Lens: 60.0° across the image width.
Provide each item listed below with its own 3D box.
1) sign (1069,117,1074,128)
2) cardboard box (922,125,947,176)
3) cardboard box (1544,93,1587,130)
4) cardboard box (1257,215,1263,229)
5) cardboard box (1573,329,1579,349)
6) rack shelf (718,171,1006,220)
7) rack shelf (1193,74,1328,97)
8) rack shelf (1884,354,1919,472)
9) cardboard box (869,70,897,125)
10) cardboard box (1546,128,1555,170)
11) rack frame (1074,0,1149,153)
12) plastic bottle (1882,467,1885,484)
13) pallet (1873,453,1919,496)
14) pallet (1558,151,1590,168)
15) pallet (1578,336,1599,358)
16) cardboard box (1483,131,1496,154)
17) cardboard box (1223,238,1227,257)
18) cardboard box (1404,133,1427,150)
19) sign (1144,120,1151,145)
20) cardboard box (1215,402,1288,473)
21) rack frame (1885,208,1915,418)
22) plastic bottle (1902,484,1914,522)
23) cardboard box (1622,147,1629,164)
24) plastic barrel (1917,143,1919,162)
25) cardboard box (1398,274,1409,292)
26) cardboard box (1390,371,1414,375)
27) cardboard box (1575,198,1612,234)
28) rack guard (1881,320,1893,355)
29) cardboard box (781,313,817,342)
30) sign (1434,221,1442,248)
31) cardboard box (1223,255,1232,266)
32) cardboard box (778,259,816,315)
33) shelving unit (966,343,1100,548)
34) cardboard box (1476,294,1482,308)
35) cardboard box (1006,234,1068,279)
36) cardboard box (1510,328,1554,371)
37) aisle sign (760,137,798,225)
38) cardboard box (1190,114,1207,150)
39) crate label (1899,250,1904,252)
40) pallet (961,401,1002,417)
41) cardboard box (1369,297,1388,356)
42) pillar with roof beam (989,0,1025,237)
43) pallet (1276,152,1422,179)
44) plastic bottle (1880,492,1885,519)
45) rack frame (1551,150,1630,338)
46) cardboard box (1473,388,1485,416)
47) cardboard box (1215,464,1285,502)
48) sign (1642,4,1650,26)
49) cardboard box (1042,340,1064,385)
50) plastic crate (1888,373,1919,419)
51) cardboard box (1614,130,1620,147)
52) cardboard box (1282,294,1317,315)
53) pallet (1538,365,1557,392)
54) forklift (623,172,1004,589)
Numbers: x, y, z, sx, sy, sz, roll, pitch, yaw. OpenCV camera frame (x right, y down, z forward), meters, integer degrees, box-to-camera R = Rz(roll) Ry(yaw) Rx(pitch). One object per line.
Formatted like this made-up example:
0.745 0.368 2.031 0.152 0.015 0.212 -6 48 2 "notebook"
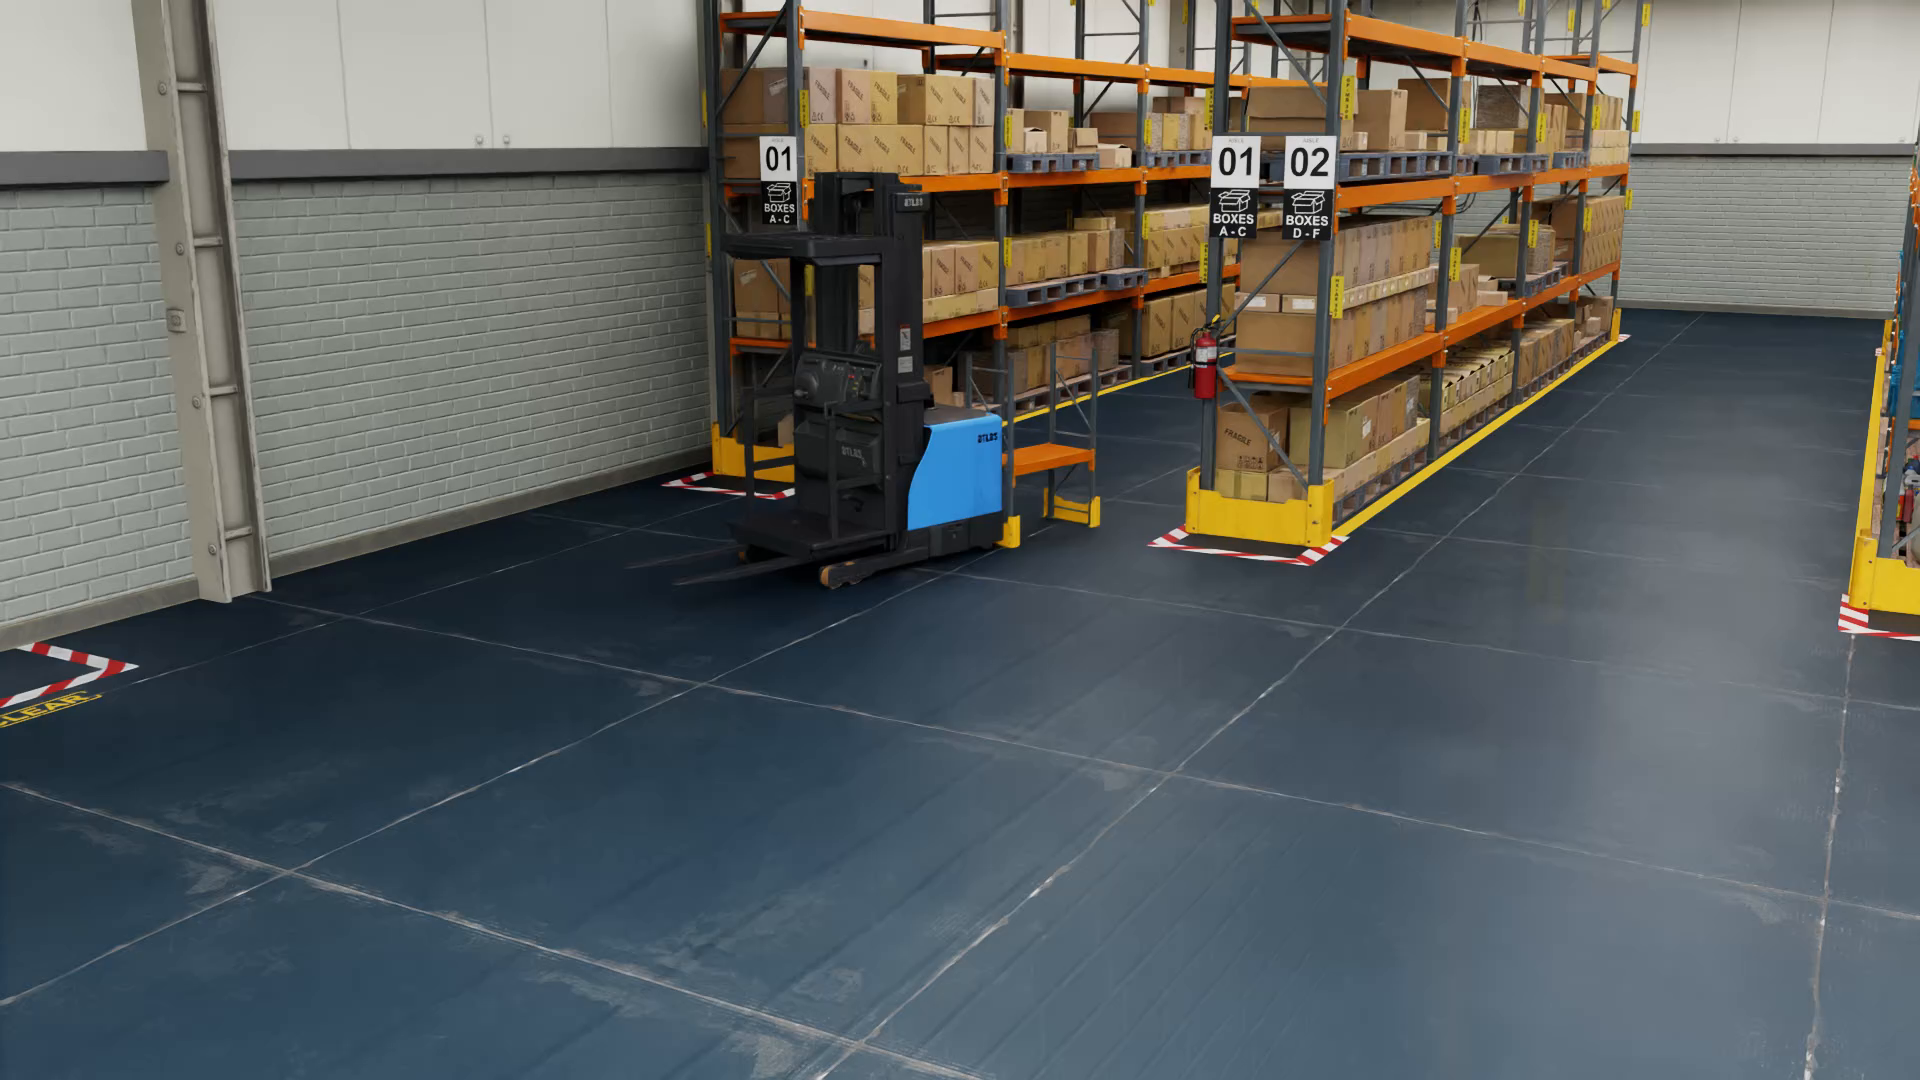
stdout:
1.505 -5.514 22.334 0.100 0.325 0.005 7 15 28 "sign"
-0.465 -4.046 17.258 0.500 0.500 0.500 7 15 26 "cardboard box"
8.460 -6.059 23.518 0.700 0.500 0.500 7 15 28 "cardboard box"
4.197 -4.778 26.310 0.980 0.700 0.700 8 16 29 "cardboard box"
8.651 -2.930 24.086 0.500 0.311 0.500 7 15 28 "cardboard box"
-0.914 -3.579 17.114 1.077 0.370 4.000 7 15 28 "rack shelf"
4.887 -7.305 27.022 1.077 0.370 4.000 7 15 28 "rack shelf"
7.759 -0.998 12.810 1.077 0.370 4.000 7 15 28 "rack shelf"
-0.957 -4.318 16.255 0.500 0.500 0.500 8 16 30 "cardboard box"
7.004 -4.953 21.063 0.910 0.500 0.500 7 15 28 "cardboard box"
1.987 -6.618 21.784 1.000 3.000 0.127 7 15 28 "rack frame"
8.139 -0.575 14.552 0.097 0.201 0.097 0 14 0 "plastic bottle"
9.071 -0.568 15.441 1.003 0.211 1.213 7 15 28 "pallet"
7.882 -5.203 22.715 1.213 0.211 1.003 7 15 28 "pallet"
9.180 -2.998 25.520 1.003 0.211 1.213 7 15 28 "pallet"
5.631 -4.405 18.431 0.500 0.250 0.500 7 15 27 "cardboard box"
3.680 -4.496 24.892 0.500 0.500 0.500 8 15 28 "cardboard box"
4.048 -3.650 15.216 0.380 0.149 0.250 7 15 28 "cardboard box"
2.461 -5.349 21.819 0.100 0.325 0.005 7 15 28 "sign"
2.456 -0.876 14.136 0.500 0.500 0.500 7 15 28 "cardboard box"
10.659 -2.579 17.832 1.000 3.000 0.127 7 15 28 "rack frame"
7.535 -0.294 13.211 0.061 0.283 0.133 7 15 28 "plastic bottle"
10.175 -6.032 26.076 0.500 0.250 0.500 7 15 28 "cardboard box"
10.241 -4.063 17.347 0.421 0.512 0.421 0 14 0 "plastic barrel"
3.954 -2.396 15.474 0.380 0.149 0.250 7 15 28 "cardboard box"
4.582 -1.684 17.891 0.500 0.311 0.500 8 16 30 "cardboard box"
9.480 -4.879 25.023 0.500 0.500 0.500 8 16 30 "cardboard box"
14.527 -3.012 24.959 1.175 0.500 0.348 7 15 28 "rack guard"
-1.367 -2.061 15.961 0.500 0.250 0.500 7 15 26 "cardboard box"
5.845 -3.725 20.283 0.100 0.325 0.005 7 15 28 "sign"
3.904 -4.254 25.272 0.380 0.149 0.250 8 16 29 "cardboard box"
-1.387 -2.426 15.872 0.500 0.500 0.500 7 15 28 "cardboard box"
0.599 -0.805 13.673 0.587 1.500 1.083 13 19 43 "shelving unit"
5.758 -2.751 19.080 0.380 0.149 0.250 9 16 32 "cardboard box"
0.896 -3.496 20.484 0.700 0.500 0.500 10 17 36 "cardboard box"
7.538 -2.519 21.976 0.500 0.500 0.500 7 15 26 "cardboard box"
-1.653 -3.275 15.172 0.394 0.787 0.004 7 15 28 "aisle sign"
3.187 -5.953 24.275 0.700 0.500 0.500 7 15 27 "cardboard box"
14.119 -4.155 24.597 0.416 0.233 0.303 7 15 28 "crate label"
-0.241 -1.384 18.822 1.003 0.211 1.213 7 15 28 "pallet"
3.441 -1.961 15.053 0.700 0.500 0.500 8 16 30 "cardboard box"
4.370 -5.962 19.061 9.100 9.000 0.400 7 15 28 "pillar with roof beam"
3.411 -3.308 14.645 1.003 0.211 1.213 7 15 28 "pallet"
7.337 -0.284 13.167 0.061 0.283 0.133 8 16 29 "plastic bottle"
10.192 -4.782 26.971 1.000 3.000 0.127 7 15 28 "rack frame"
5.546 -1.558 18.567 0.500 0.250 0.500 8 16 29 "cardboard box"
2.458 -0.511 14.223 0.500 0.250 0.500 7 15 28 "cardboard box"
10.668 -8.163 25.861 0.100 0.325 0.005 7 15 28 "sign"
0.882 -2.244 20.838 0.700 0.500 0.500 8 15 29 "cardboard box"
6.772 -1.002 11.607 0.499 0.251 0.616 7 15 28 "plastic crate"
9.681 -6.072 25.172 0.500 0.250 0.500 7 15 28 "cardboard box"
2.836 -1.920 13.500 0.380 0.149 0.250 7 15 28 "cardboard box"
7.310 -2.184 22.141 1.003 0.211 1.213 7 15 28 "pallet"
-1.067 -1.207 12.287 3.031 2.935 1.130 -13 18 -42 "forklift"
